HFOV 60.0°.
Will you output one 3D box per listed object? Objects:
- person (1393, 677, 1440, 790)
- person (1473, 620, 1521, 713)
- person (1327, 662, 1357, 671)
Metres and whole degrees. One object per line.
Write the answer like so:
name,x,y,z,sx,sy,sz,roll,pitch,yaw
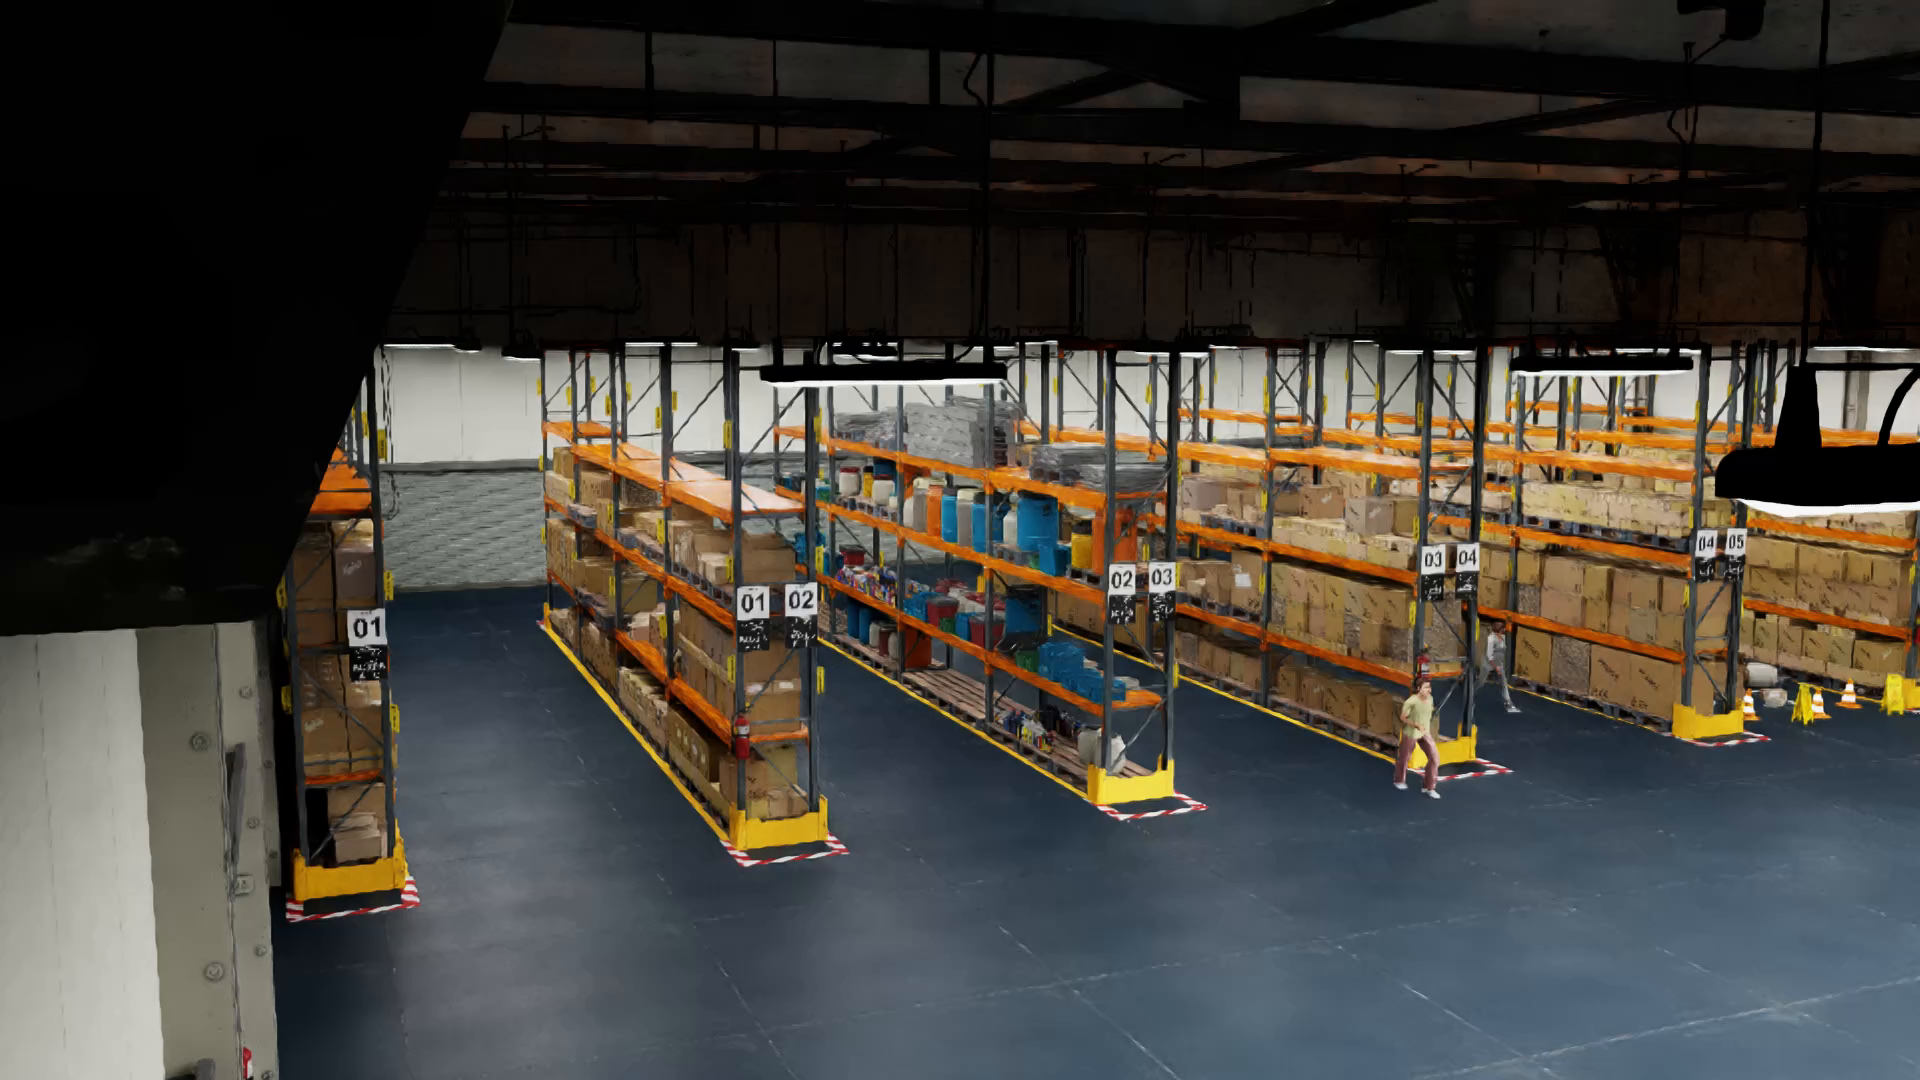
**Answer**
person,6.178,2.593,22.469,0.603,1.543,0.799,-2,8,-17
person,8.700,2.039,27.144,0.440,1.516,1.016,-5,9,-31
person,7.062,1.472,30.478,0.577,1.785,0.655,1,7,6
